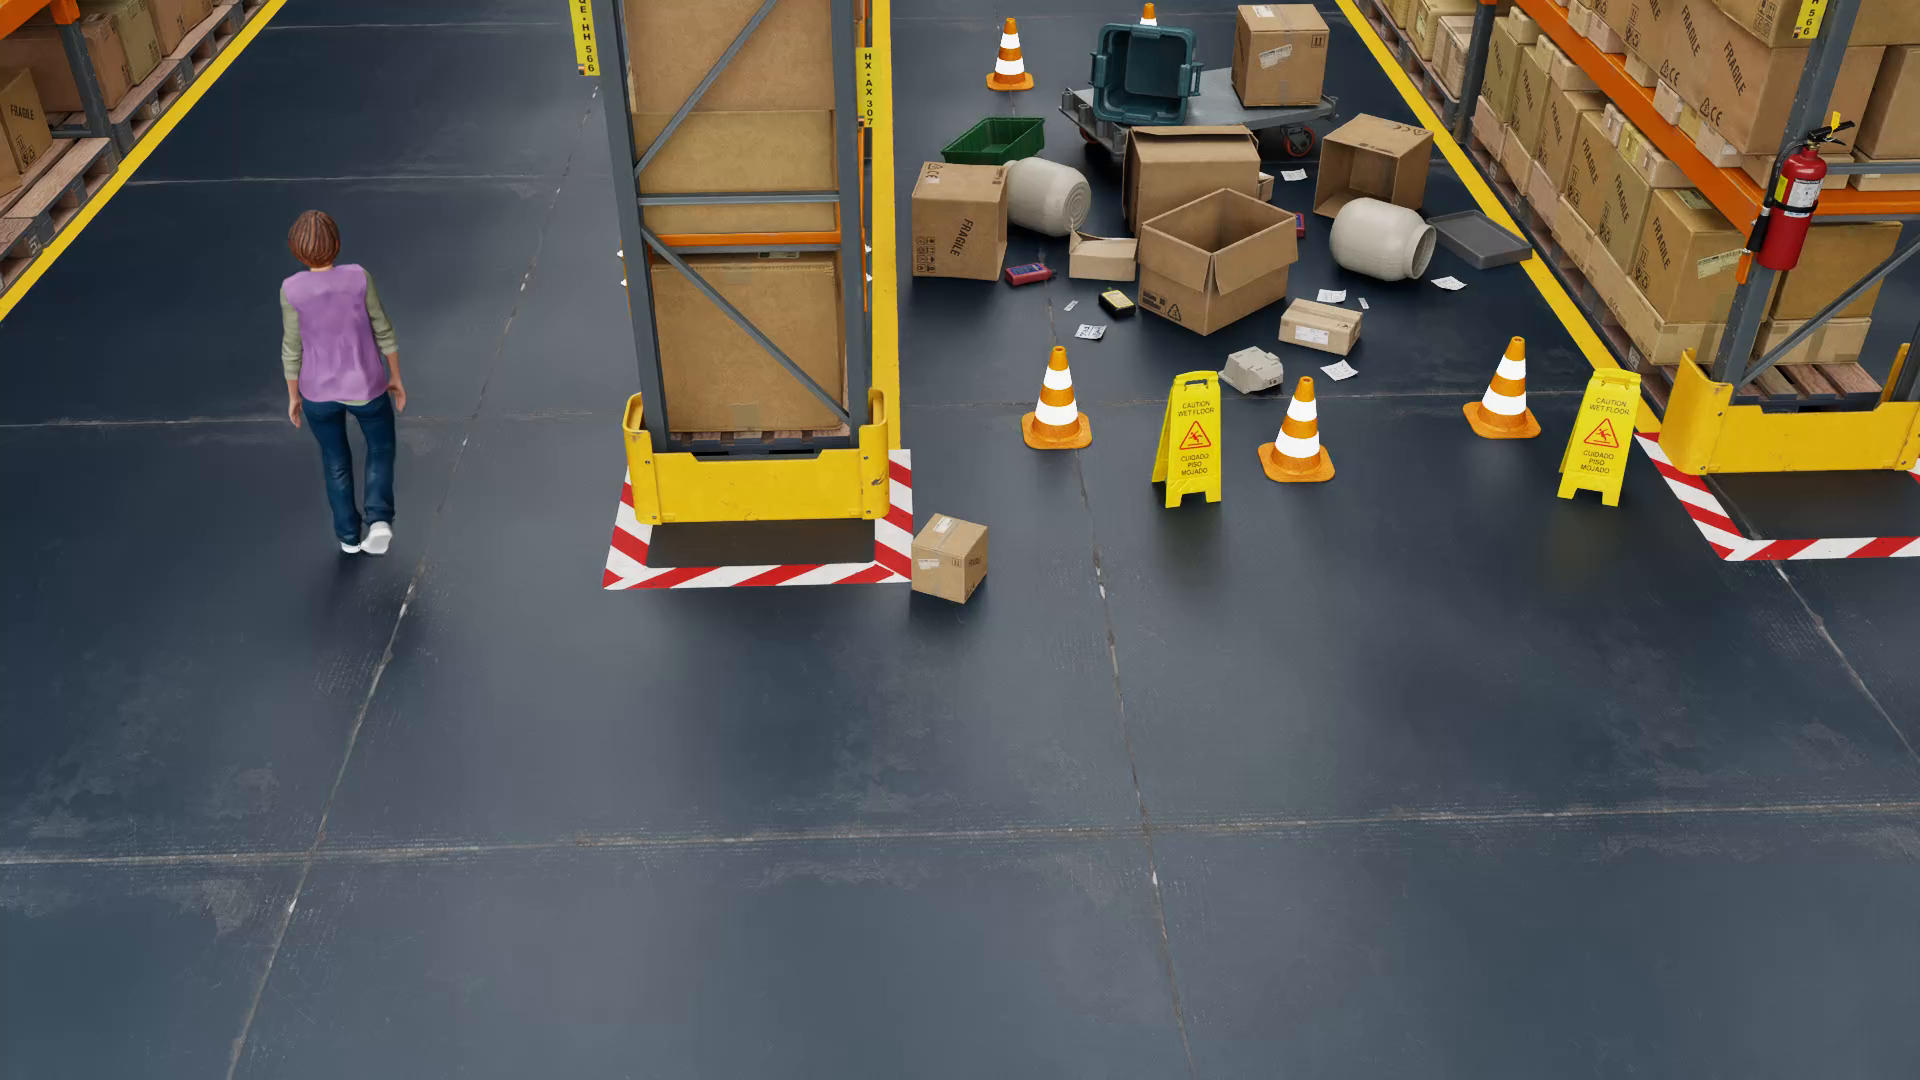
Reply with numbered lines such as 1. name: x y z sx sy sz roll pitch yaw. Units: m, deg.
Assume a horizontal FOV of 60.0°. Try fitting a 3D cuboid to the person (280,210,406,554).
1. person: -2.561 -0.583 6.951 0.489 1.574 0.608 -12 37 -16
